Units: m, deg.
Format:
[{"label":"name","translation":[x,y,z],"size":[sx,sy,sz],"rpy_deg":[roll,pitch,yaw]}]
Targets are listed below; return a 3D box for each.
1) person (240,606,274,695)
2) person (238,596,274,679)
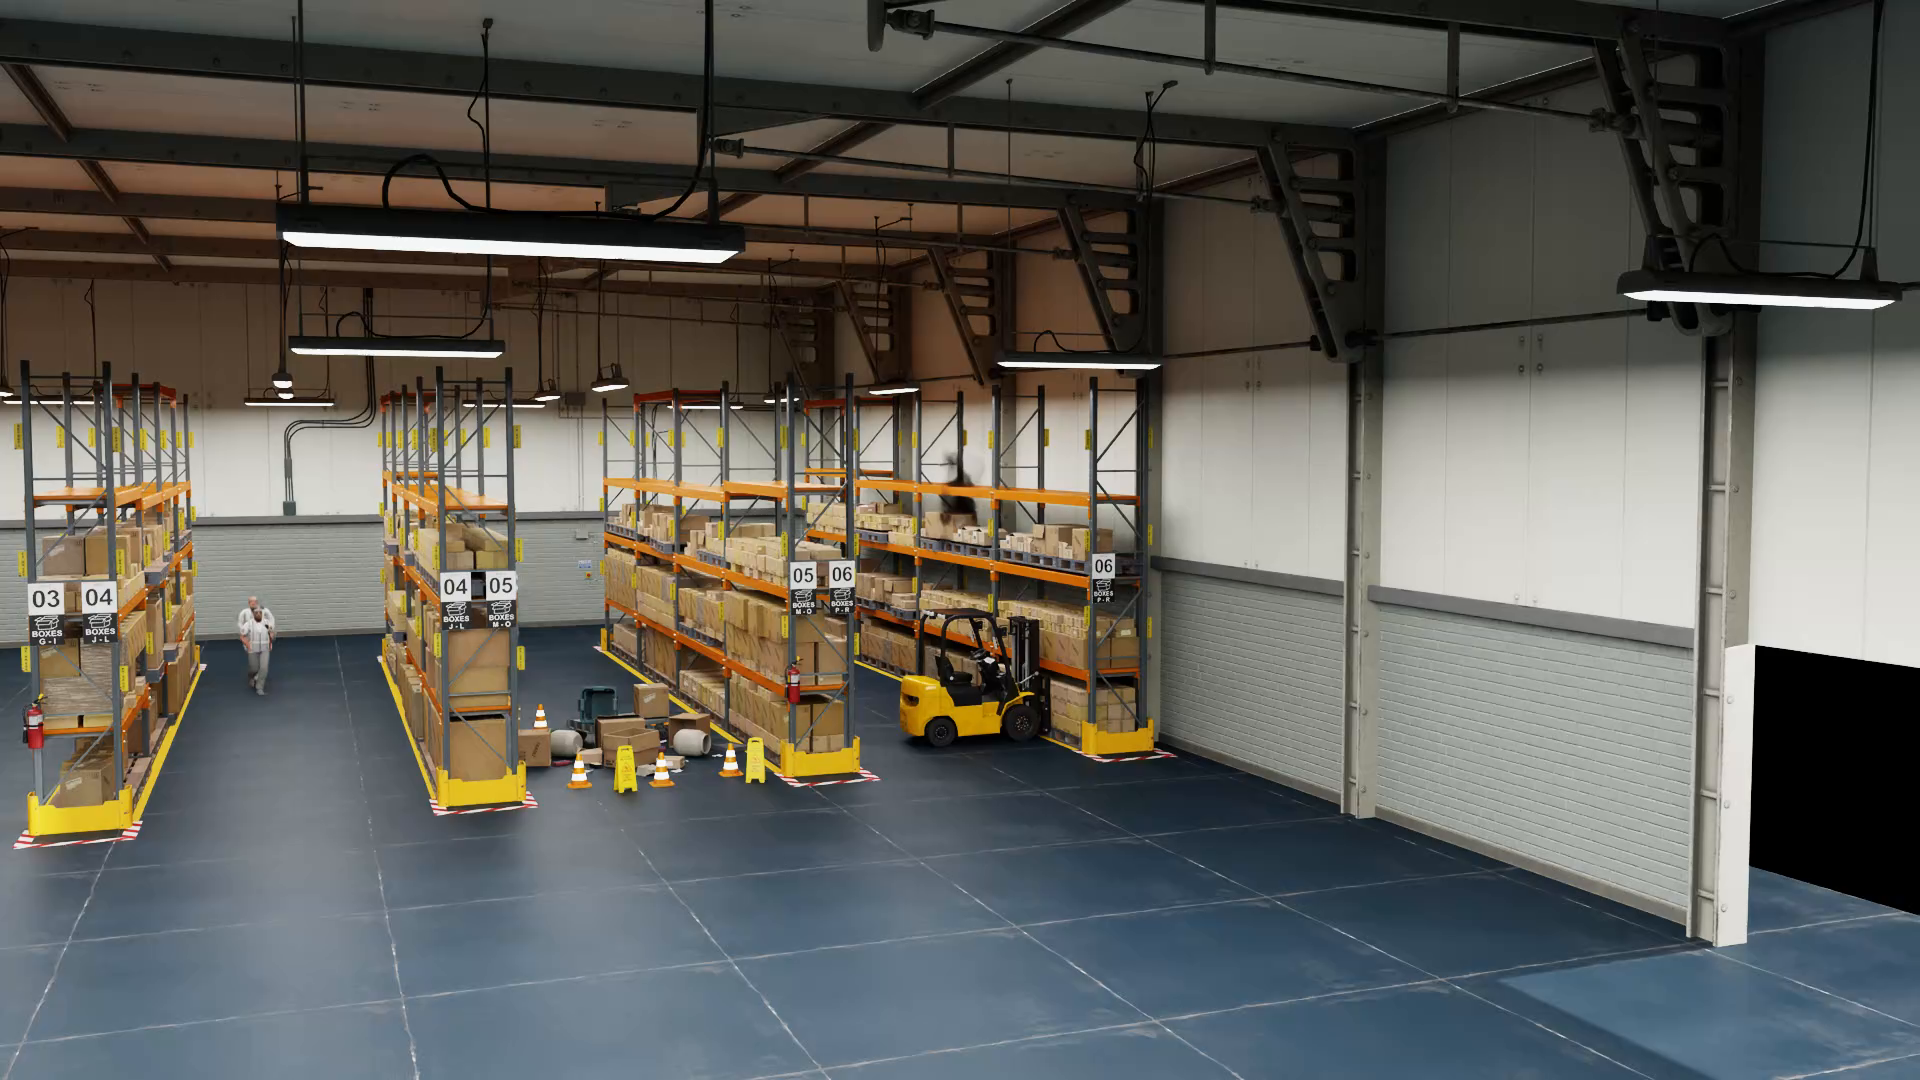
[{"label":"person","translation":[-13.875,2.165,32.887],"size":[0.643,1.751,0.748],"rpy_deg":[-2,4,-33]},{"label":"person","translation":[-14.634,2.041,34.563],"size":[0.693,1.739,0.699],"rpy_deg":[-1,4,-20]}]
